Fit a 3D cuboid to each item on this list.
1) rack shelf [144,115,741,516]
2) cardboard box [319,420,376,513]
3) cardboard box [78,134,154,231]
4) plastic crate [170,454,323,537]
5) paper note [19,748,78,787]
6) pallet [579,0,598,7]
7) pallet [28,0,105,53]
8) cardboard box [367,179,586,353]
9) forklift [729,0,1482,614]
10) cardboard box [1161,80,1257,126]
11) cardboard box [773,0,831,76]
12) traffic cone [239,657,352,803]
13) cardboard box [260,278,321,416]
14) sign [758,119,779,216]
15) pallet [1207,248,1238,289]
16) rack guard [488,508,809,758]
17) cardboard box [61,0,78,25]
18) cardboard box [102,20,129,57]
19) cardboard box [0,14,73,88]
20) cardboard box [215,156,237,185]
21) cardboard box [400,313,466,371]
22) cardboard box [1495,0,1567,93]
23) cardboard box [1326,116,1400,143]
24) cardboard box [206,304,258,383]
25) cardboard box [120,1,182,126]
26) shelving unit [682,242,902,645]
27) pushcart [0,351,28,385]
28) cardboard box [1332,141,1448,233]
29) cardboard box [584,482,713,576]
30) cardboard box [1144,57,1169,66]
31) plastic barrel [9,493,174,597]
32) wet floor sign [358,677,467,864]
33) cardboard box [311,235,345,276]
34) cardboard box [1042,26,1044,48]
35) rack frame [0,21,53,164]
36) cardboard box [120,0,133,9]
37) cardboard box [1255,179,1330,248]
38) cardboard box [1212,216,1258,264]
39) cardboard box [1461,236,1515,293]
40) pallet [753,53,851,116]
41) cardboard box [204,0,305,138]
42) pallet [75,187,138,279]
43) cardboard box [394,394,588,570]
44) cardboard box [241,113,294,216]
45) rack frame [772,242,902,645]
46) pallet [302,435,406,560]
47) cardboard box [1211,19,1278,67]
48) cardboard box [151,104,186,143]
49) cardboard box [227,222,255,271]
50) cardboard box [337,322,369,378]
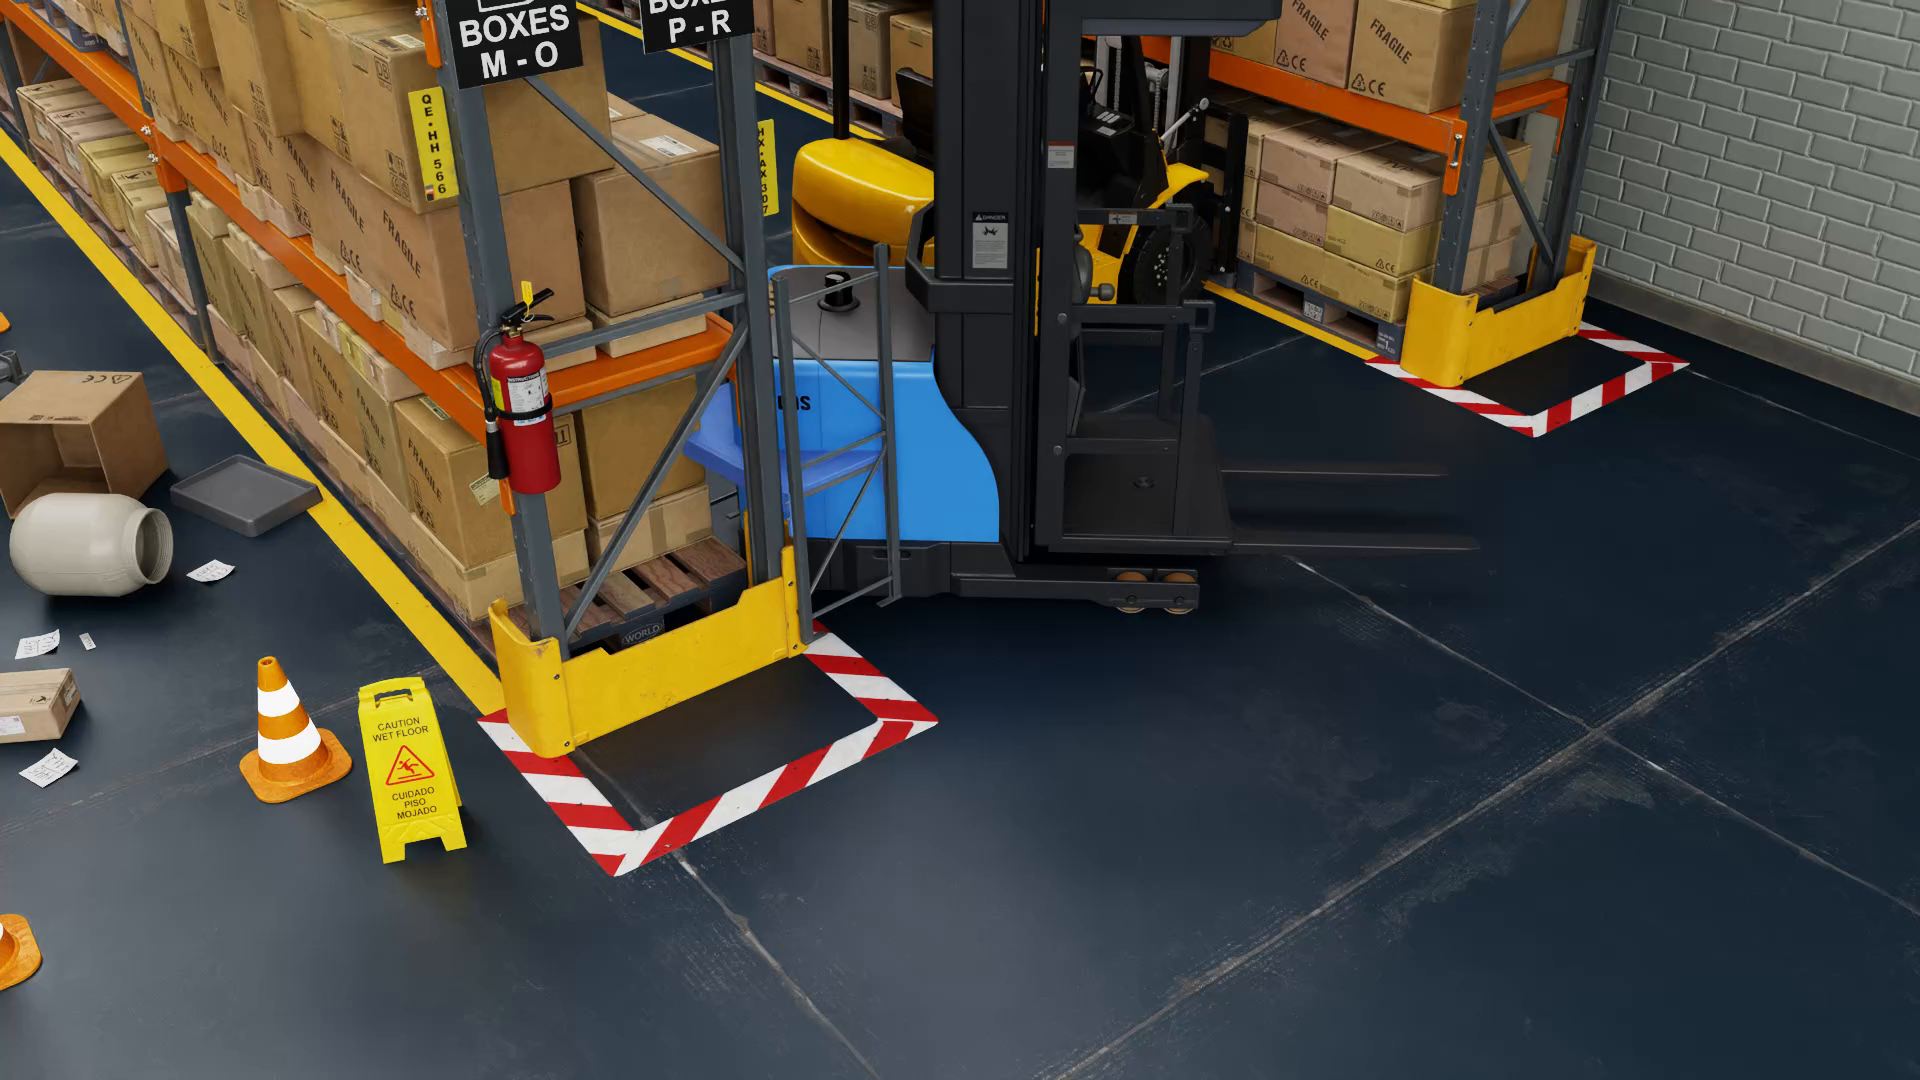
[{"bbox_3d":[-2.317,-1.231,7.071,1.077,0.370,4.000,-22,38,-31],"label":"rack shelf"},{"bbox_3d":[-2.436,-0.398,7.256,0.500,0.250,0.500,-24,39,-33],"label":"cardboard box"},{"bbox_3d":[-4.738,-2.238,10.103,0.950,0.372,0.625,-21,37,-30],"label":"cardboard box"},{"bbox_3d":[-3.229,-0.211,7.513,0.583,0.080,0.402,18,36,27],"label":"plastic crate"},{"bbox_3d":[-3.243,0.808,5.920,0.142,0.019,0.148,18,36,27],"label":"paper note"},{"bbox_3d":[-3.250,-5.292,15.570,1.003,0.211,1.213,-22,38,-31],"label":"pallet"},{"bbox_3d":[-4.750,-3.144,9.651,1.003,0.211,1.213,-22,38,-31],"label":"pallet"},{"bbox_3d":[-1.641,-1.009,5.655,0.500,0.500,0.500,-23,39,-32],"label":"cardboard box"},{"bbox_3d":[0.628,-1.232,6.455,3.031,2.935,1.130,1,32,2],"label":"forklift"},{"bbox_3d":[1.359,-2.469,9.642,0.500,0.250,0.500,-23,39,-32],"label":"cardboard box"},{"bbox_3d":[-0.886,-4.000,12.700,0.875,0.625,0.625,-24,39,-33],"label":"cardboard box"},{"bbox_3d":[-2.373,0.612,5.825,0.336,0.463,0.334,-22,38,-31],"label":"traffic cone"},{"bbox_3d":[-2.741,-0.930,7.402,0.500,0.500,0.500,-20,37,-29],"label":"cardboard box"},{"bbox_3d":[-0.662,-1.247,5.594,0.100,0.325,0.005,-22,38,-31],"label":"sign"},{"bbox_3d":[1.582,-1.940,10.173,1.003,0.211,1.213,-22,38,-31],"label":"pallet"},{"bbox_3d":[-1.137,0.327,6.250,1.175,0.500,0.348,-22,38,-31],"label":"rack guard"},{"bbox_3d":[-4.570,-2.884,8.890,0.380,0.149,0.250,-22,38,-31],"label":"cardboard box"},{"bbox_3d":[-4.077,-2.567,8.380,0.380,0.149,0.250,-22,38,-31],"label":"cardboard box"},{"bbox_3d":[-6.354,-3.628,11.864,0.875,0.875,0.875,-23,38,-32],"label":"cardboard box"},{"bbox_3d":[-3.097,-1.725,7.422,0.380,0.149,0.250,-21,38,-30],"label":"cardboard box"},{"bbox_3d":[-1.732,-0.753,5.857,0.380,0.149,0.250,-23,38,-32],"label":"cardboard box"},{"bbox_3d":[2.744,-2.650,8.578,0.500,0.500,0.500,-21,37,-30],"label":"cardboard box"},{"bbox_3d":[2.373,-2.215,9.233,0.500,0.250,0.500,-22,38,-31],"label":"cardboard box"},{"bbox_3d":[-3.395,-1.048,8.302,0.500,0.250,0.500,-24,39,-33],"label":"cardboard box"},{"bbox_3d":[-3.494,-2.266,7.678,0.500,0.500,0.500,-22,38,-32],"label":"cardboard box"},{"bbox_3d":[-0.788,-0.514,6.549,0.538,1.500,1.048,-26,38,-36],"label":"shelving unit"},{"bbox_3d":[-5.314,-0.498,7.694,0.936,0.377,1.648,18,36,27],"label":"pushcart"},{"bbox_3d":[2.299,-1.837,8.625,0.500,0.250,0.500,-21,37,-30],"label":"cardboard box"},{"bbox_3d":[-1.367,-0.139,6.839,0.500,0.250,0.500,-23,38,-32],"label":"cardboard box"},{"bbox_3d":[1.452,-2.849,10.255,0.500,0.250,0.500,-22,38,-31],"label":"cardboard box"},{"bbox_3d":[-3.553,0.020,6.817,0.512,0.421,0.421,1,32,2],"label":"plastic barrel"},{"bbox_3d":[-1.819,0.722,5.476,0.267,0.644,0.232,-10,33,-15],"label":"wet floor sign"},{"bbox_3d":[-2.329,-1.194,6.567,0.380,0.149,0.250,-23,38,-32],"label":"cardboard box"},{"bbox_3d":[0.424,-3.110,10.675,0.500,0.250,0.500,-23,39,-32],"label":"cardboard box"},{"bbox_3d":[-5.996,-4.037,10.908,1.000,3.000,0.127,-22,38,-31],"label":"rack frame"},{"bbox_3d":[-3.445,-2.710,7.447,0.700,0.500,0.500,-23,38,-32],"label":"cardboard box"},{"bbox_3d":[1.984,-1.848,9.116,0.500,0.250,0.500,-23,38,-32],"label":"cardboard box"},{"bbox_3d":[1.693,-1.837,9.572,0.500,0.250,0.500,-22,38,-31],"label":"cardboard box"},{"bbox_3d":[2.681,-1.589,9.174,0.500,0.250,0.500,-22,38,-31],"label":"cardboard box"},{"bbox_3d":[-0.860,-3.597,12.841,1.003,0.211,1.213,-22,38,-31],"label":"pallet"},{"bbox_3d":[-2.275,-1.832,6.032,0.700,0.500,0.500,-23,38,-32],"label":"cardboard box"},{"bbox_3d":[-4.774,-2.019,10.300,1.003,0.211,1.213,-22,38,-31],"label":"pallet"},{"bbox_3d":[-1.788,-0.282,6.358,0.500,0.500,0.500,-22,38,-31],"label":"cardboard box"},{"bbox_3d":[-2.544,-1.646,6.681,0.500,0.500,0.500,-22,38,-31],"label":"cardboard box"},{"bbox_3d":[-0.440,-0.333,6.226,0.500,1.500,0.032,-26,38,-36],"label":"rack frame"},{"bbox_3d":[-2.351,-0.409,7.708,1.003,0.211,1.213,-22,38,-31],"label":"pallet"},{"bbox_3d":[1.693,-2.906,8.991,0.500,0.500,0.500,-23,39,-32],"label":"cardboard box"},{"bbox_3d":[-3.604,-2.029,7.911,0.380,0.149,0.250,-22,38,-32],"label":"cardboard box"},{"bbox_3d":[-3.049,-1.357,7.474,0.380,0.149,0.250,-21,37,-30],"label":"cardboard box"},{"bbox_3d":[-2.218,-0.794,6.569,0.380,0.149,0.250,-22,38,-31],"label":"cardboard box"}]
